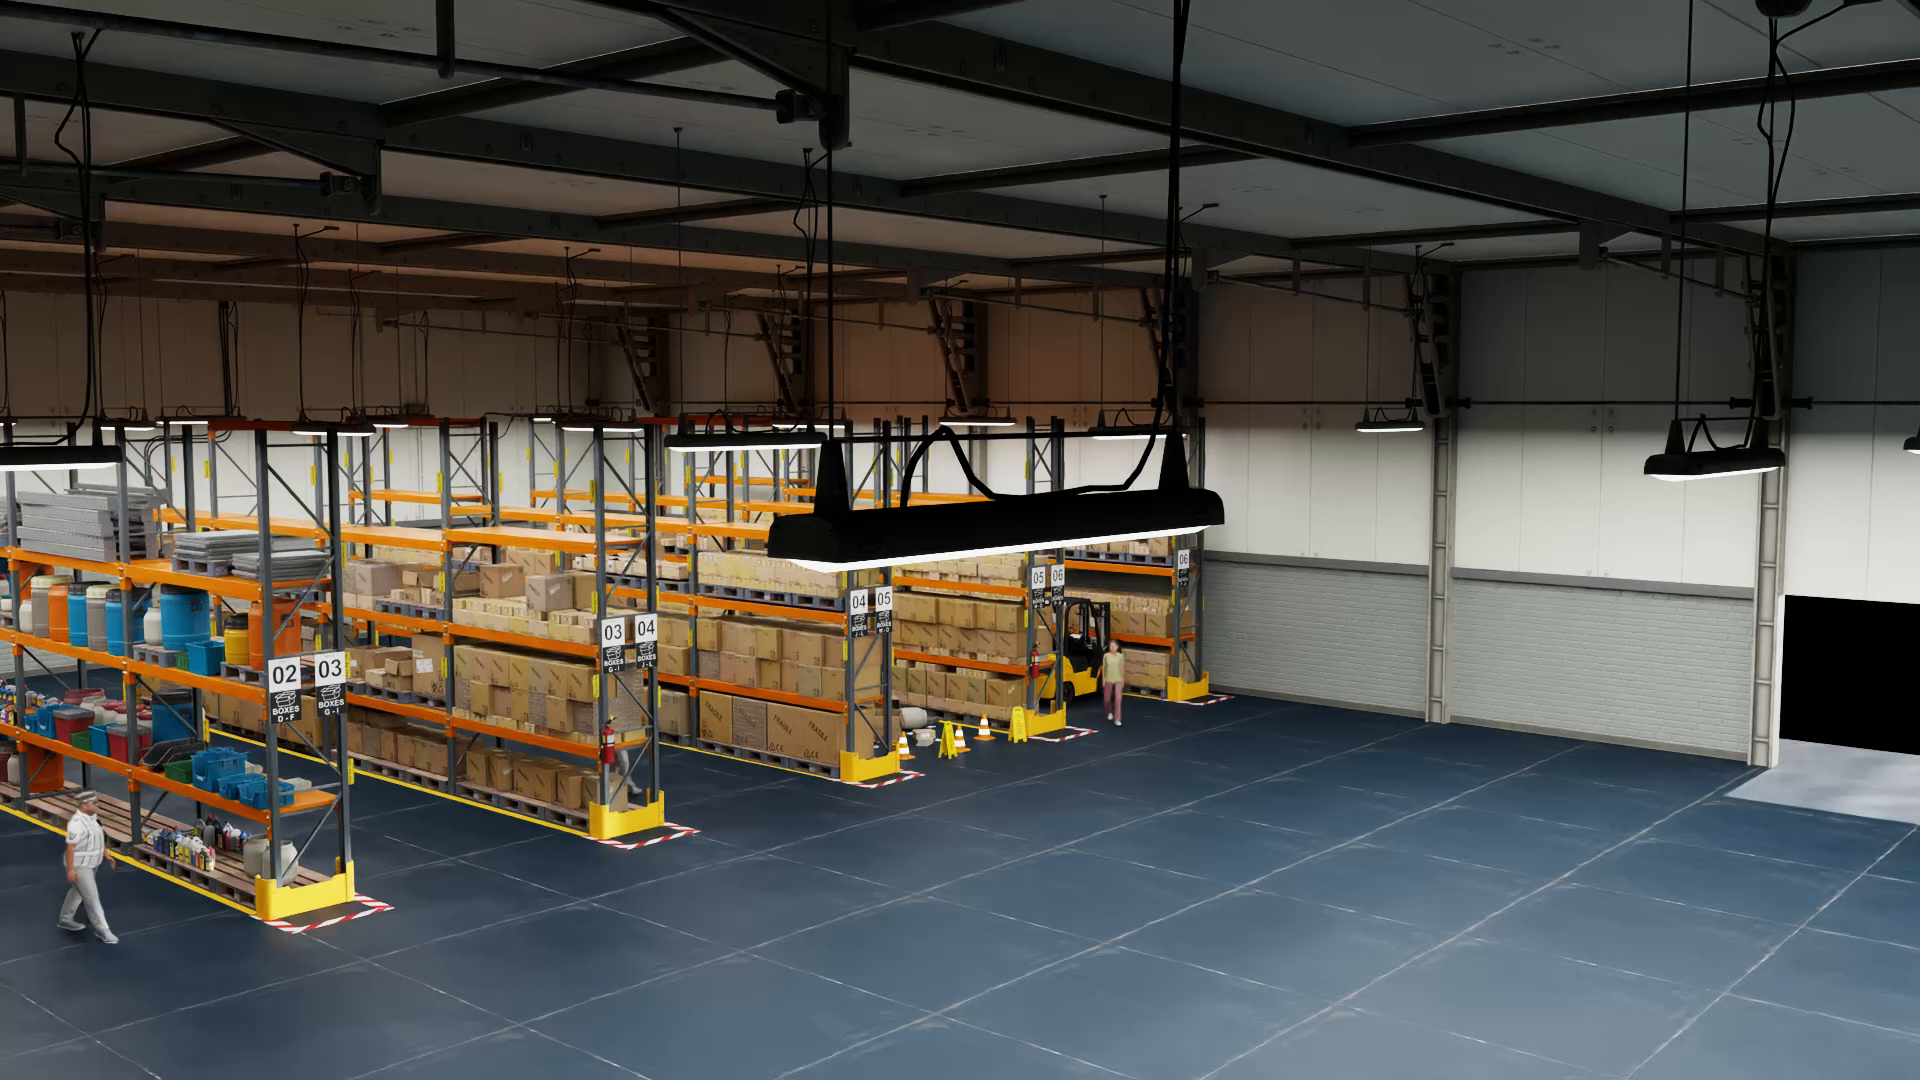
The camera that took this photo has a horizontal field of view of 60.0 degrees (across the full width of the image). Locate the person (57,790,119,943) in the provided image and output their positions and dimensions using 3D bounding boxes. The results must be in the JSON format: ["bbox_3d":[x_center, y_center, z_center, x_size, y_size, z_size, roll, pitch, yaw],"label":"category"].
[{"bbox_3d":[-10.311,3.835,19.668,0.926,1.762,0.616,1,5,9],"label":"person"}]

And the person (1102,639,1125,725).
[{"bbox_3d":[3.030,2.776,32.764,0.443,1.657,0.770,1,5,11],"label":"person"}]

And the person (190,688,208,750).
[{"bbox_3d":[-12.405,3.247,26.966,0.493,1.670,0.462,-3,6,-34],"label":"person"}]

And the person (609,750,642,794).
[{"bbox_3d":[-5.442,3.202,26.988,0.979,1.724,0.552,2,5,27],"label":"person"}]
